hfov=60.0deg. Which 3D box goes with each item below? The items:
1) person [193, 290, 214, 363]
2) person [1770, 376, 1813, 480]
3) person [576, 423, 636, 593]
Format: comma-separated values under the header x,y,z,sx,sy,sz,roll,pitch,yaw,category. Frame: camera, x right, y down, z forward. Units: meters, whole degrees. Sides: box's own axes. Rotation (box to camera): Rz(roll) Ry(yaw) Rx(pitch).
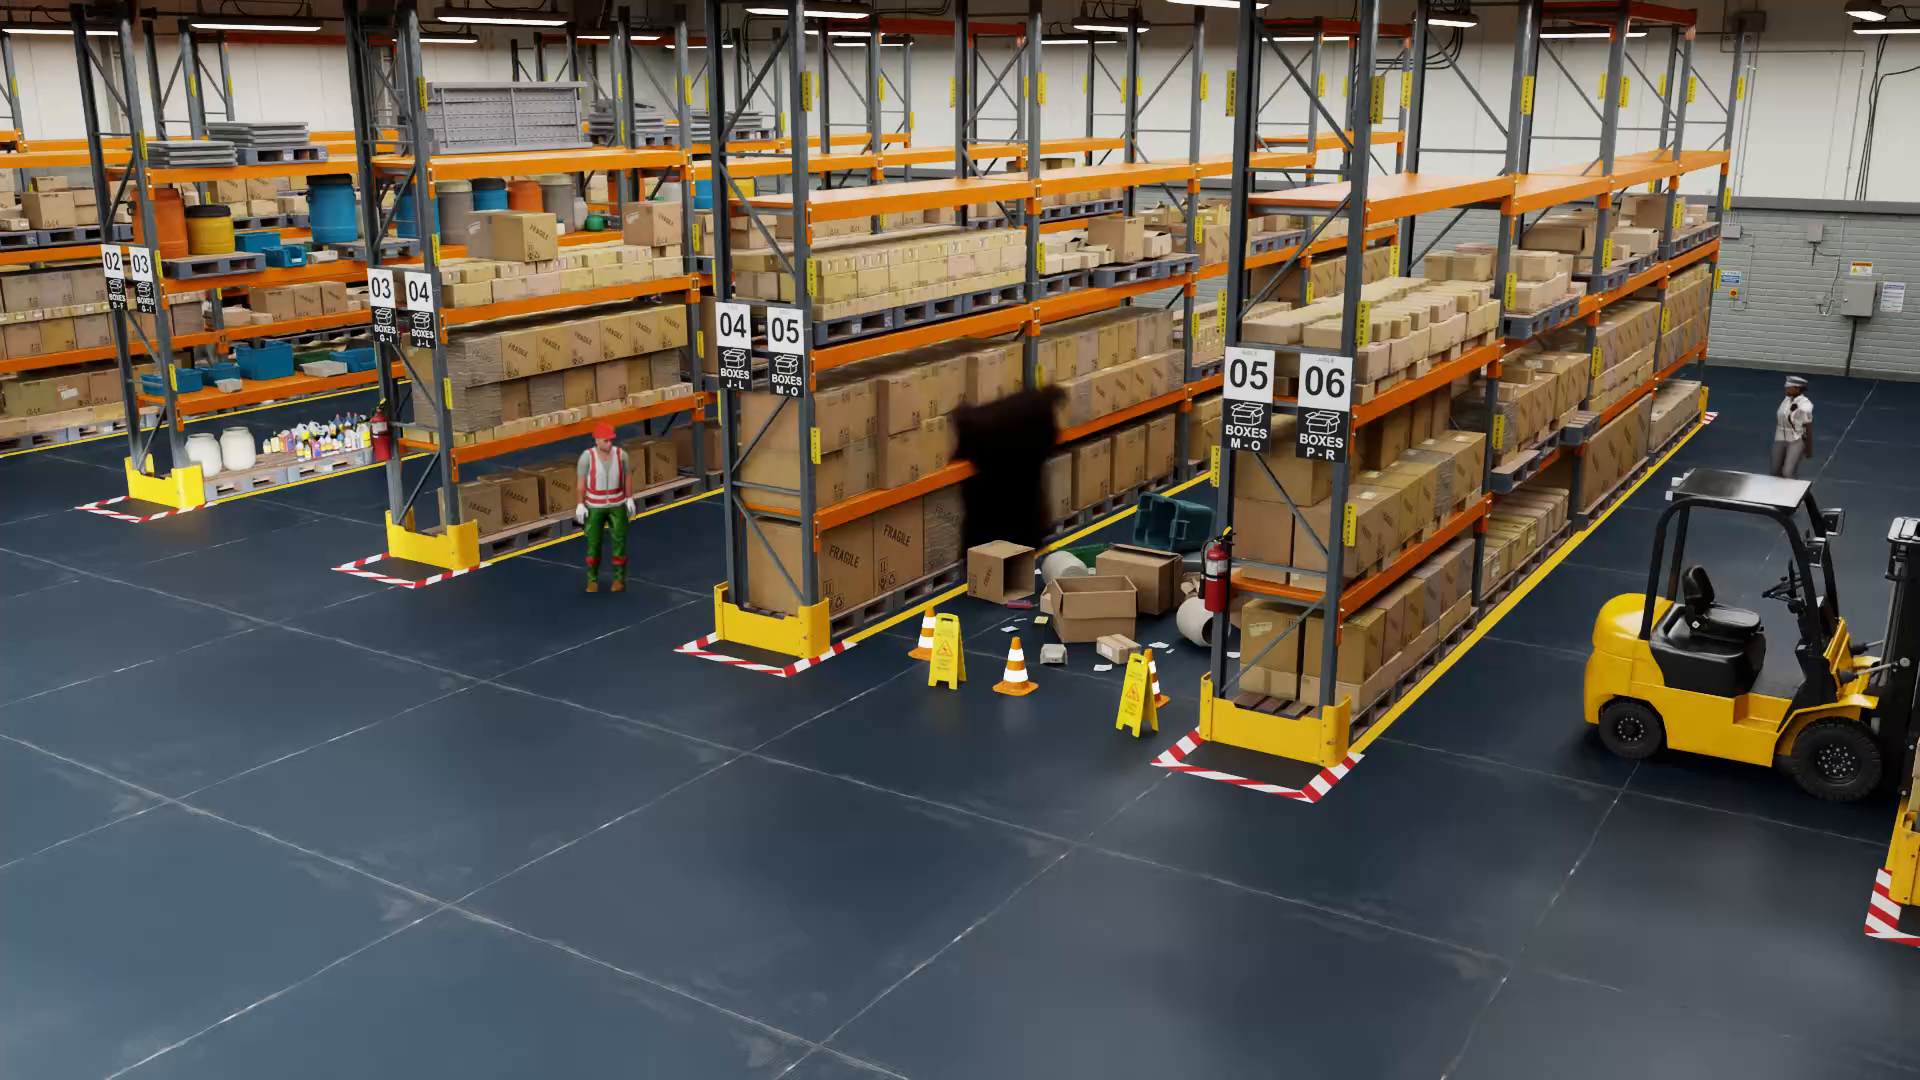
x,y,z,sx,sy,sz,roll,pitch,yaw,category
-13.209,-3.562,28.900,0.482,1.684,0.415,-4,16,-13,person
10.263,-1.200,20.454,0.808,1.651,0.466,-10,18,-31,person
-3.649,-0.335,17.117,0.612,1.791,0.460,-5,16,-18,person
